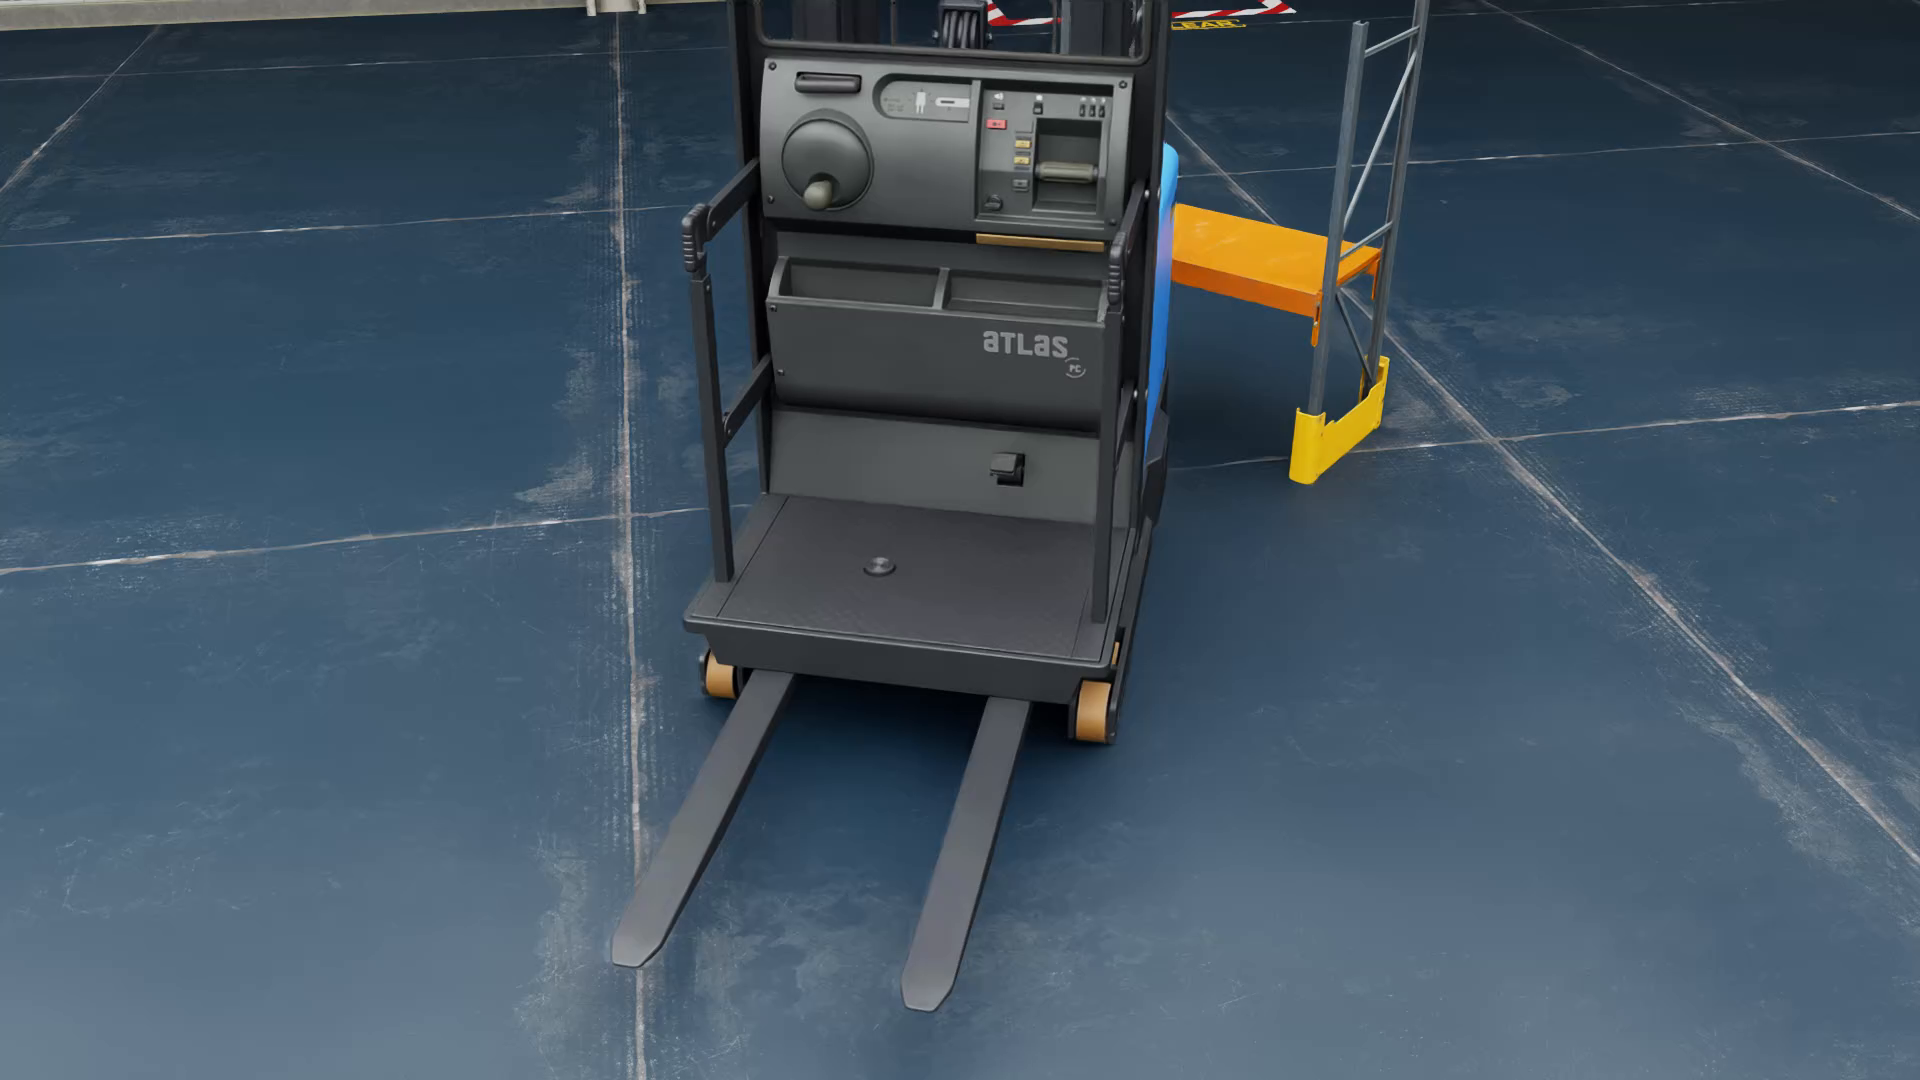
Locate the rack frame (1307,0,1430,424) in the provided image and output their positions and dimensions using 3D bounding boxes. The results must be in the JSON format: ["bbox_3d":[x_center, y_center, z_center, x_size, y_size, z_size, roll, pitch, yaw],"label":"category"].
[{"bbox_3d":[1.309,-0.961,5.404,0.032,1.500,0.500,21,36,31],"label":"rack frame"}]

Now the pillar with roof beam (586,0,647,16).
[{"bbox_3d":[-1.591,-5.394,5.545,0.400,9.000,9.100,-5,31,-9],"label":"pillar with roof beam"}]

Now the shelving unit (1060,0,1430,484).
[{"bbox_3d":[0.908,-1.112,5.661,1.083,1.500,0.587,21,36,31],"label":"shelving unit"}]

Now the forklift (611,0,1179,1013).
[{"bbox_3d":[-0.082,-0.937,3.951,1.130,2.935,3.031,6,31,10],"label":"forklift"}]

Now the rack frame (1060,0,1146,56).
[{"bbox_3d":[0.493,-1.268,5.927,0.032,1.500,0.500,21,36,31],"label":"rack frame"}]

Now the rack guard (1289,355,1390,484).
[{"bbox_3d":[1.308,-0.423,5.722,0.087,0.250,0.587,21,36,31],"label":"rack guard"}]

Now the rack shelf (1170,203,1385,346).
[{"bbox_3d":[0.901,-0.960,5.757,1.000,0.185,0.538,21,36,31],"label":"rack shelf"}]
